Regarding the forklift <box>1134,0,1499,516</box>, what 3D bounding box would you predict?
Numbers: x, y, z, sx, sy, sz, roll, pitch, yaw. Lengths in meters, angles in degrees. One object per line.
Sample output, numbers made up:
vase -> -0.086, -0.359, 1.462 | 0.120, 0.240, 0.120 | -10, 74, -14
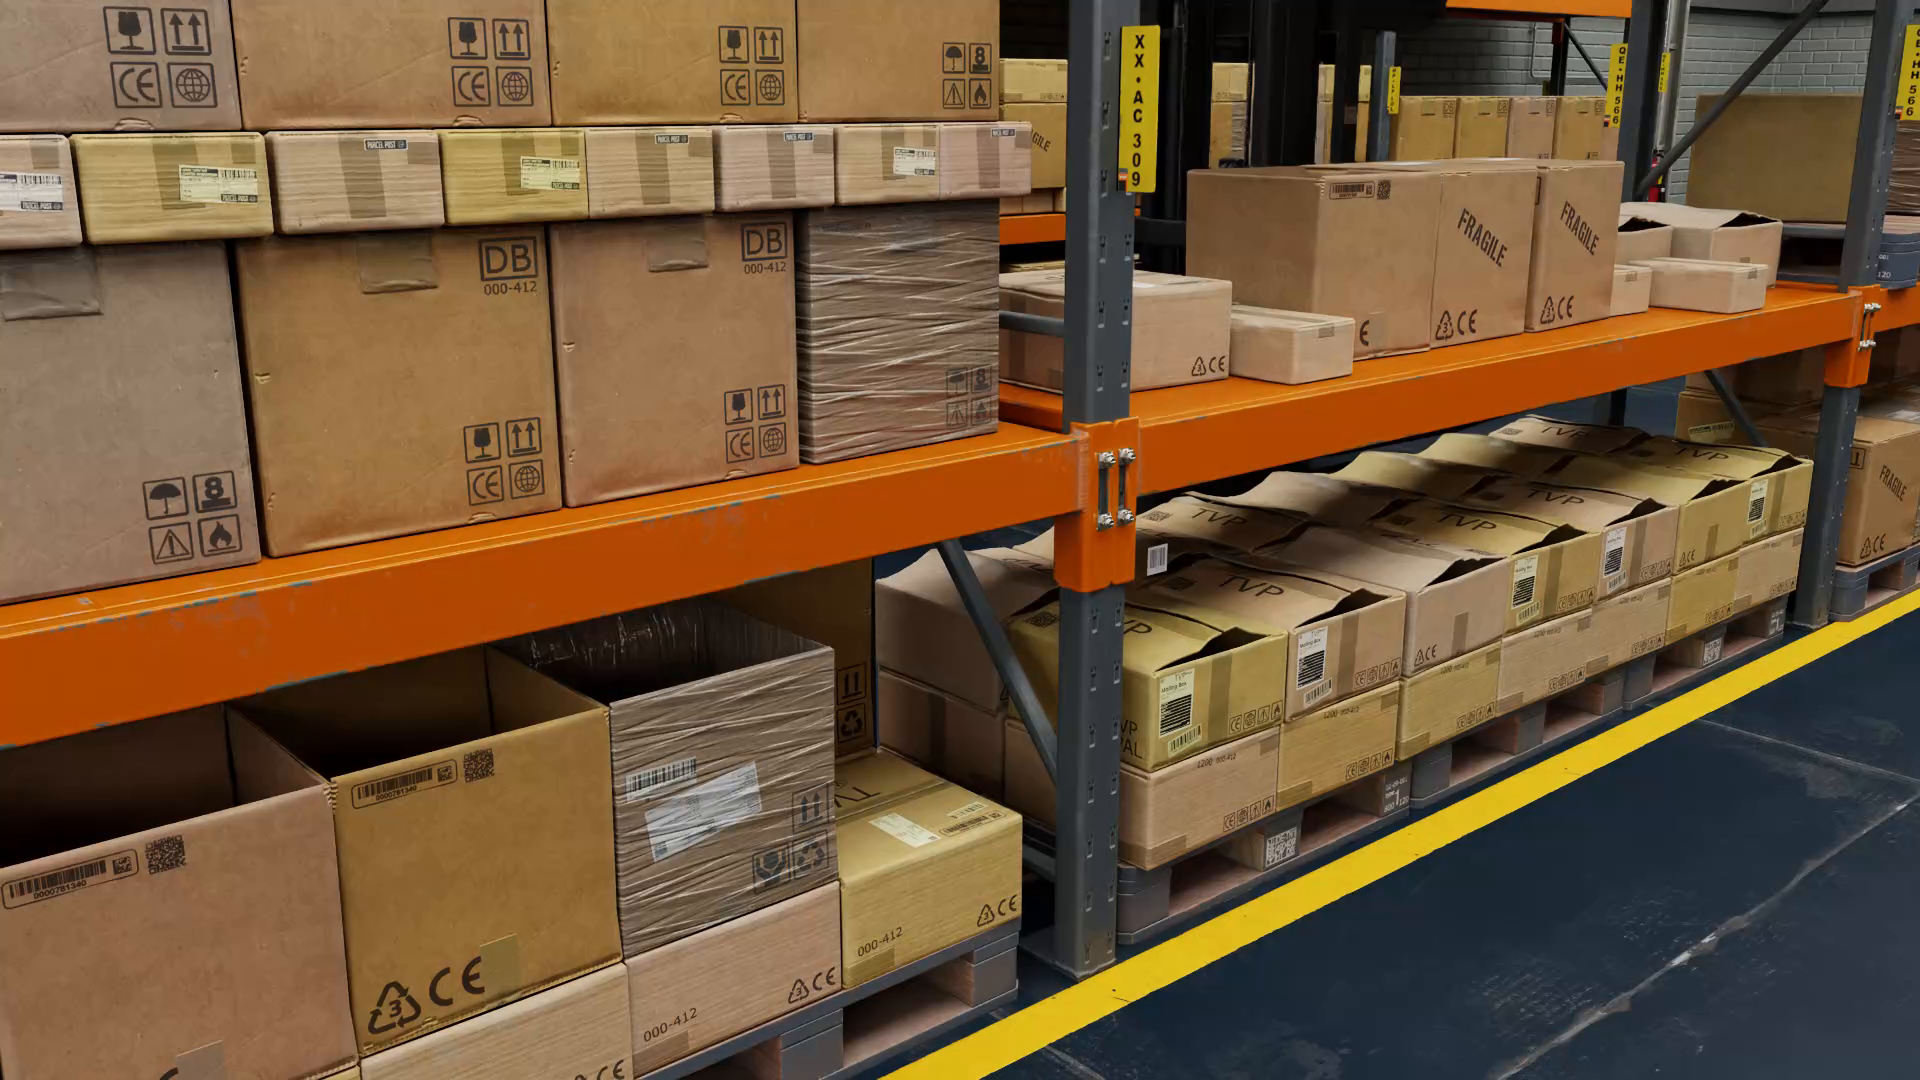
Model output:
forklift -> 1.732, -1.751, 8.626 | 3.031, 2.935, 1.130 | -11, 19, -37

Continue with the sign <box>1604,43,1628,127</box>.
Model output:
sign -> 2.651, -1.826, 6.684 | 0.005, 0.325, 0.100 | -13, 19, -39

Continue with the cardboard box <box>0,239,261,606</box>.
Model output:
cardboard box -> -1.494, -0.234, 2.618 | 0.500, 0.500, 0.700 | -12, 19, -38

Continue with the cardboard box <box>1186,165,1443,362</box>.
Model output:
cardboard box -> 0.984, -0.788, 4.694 | 0.500, 0.500, 0.500 | -11, 18, -35

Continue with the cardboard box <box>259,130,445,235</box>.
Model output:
cardboard box -> -1.026, -0.583, 2.668 | 0.250, 0.149, 0.380 | -12, 19, -38

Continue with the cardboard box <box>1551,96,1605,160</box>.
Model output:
cardboard box -> 4.875, -3.451, 14.277 | 0.700, 0.700, 0.980 | -13, 20, -40

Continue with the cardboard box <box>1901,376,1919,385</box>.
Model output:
cardboard box -> 4.709, -0.491, 7.766 | 0.500, 0.500, 0.500 | -14, 20, -41

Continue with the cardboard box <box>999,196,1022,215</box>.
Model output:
cardboard box -> 0.160, -2.064, 10.112 | 0.250, 0.149, 0.380 | -13, 20, -40

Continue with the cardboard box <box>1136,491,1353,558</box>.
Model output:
cardboard box -> 0.881, 0.033, 5.241 | 0.500, 0.311, 0.500 | -13, 20, -40

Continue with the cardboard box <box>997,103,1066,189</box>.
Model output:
cardboard box -> 0.294, -2.399, 10.110 | 0.500, 0.500, 0.500 | -12, 19, -38

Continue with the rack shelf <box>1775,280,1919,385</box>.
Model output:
rack shelf -> 4.523, -1.192, 7.795 | 4.000, 0.370, 1.077 | -13, 19, -39

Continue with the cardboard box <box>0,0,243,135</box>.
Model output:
cardboard box -> -1.469, -0.867, 2.476 | 0.500, 0.500, 0.700 | -13, 19, -39

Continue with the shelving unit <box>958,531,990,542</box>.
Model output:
shelving unit -> -0.011, -0.577, 7.586 | 0.189, 1.200, 0.258 | -13, 19, -39

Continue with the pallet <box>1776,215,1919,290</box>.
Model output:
pallet -> 3.480, -1.237, 6.940 | 1.003, 0.211, 1.213 | -13, 19, -39

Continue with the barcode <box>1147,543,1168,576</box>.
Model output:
barcode -> 0.463, 0.046, 3.898 | 0.075, 0.075, 0.001 | -13, 19, -39

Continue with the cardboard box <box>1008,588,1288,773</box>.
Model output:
cardboard box -> 0.472, 0.310, 4.206 | 0.500, 0.311, 0.500 | -13, 19, -39

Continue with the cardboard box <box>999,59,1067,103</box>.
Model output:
cardboard box -> 0.293, -2.760, 10.010 | 0.500, 0.250, 0.500 | -12, 19, -38

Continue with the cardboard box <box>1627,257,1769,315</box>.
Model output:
cardboard box -> 2.517, -0.874, 5.695 | 0.250, 0.149, 0.380 | -13, 19, -39

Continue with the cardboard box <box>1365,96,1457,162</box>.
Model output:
cardboard box -> 3.197, -3.076, 12.872 | 0.700, 0.700, 0.980 | -12, 19, -39

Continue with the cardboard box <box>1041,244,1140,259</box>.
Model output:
cardboard box -> 1.066, -1.575, 11.187 | 0.750, 0.750, 0.750 | -13, 20, -40

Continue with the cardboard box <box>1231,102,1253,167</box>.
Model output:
cardboard box -> 1.832, -2.745, 11.405 | 0.500, 0.500, 0.500 | -13, 19, -39

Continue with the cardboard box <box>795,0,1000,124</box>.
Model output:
cardboard box -> -0.334, -1.122, 3.431 | 0.500, 0.500, 0.700 | -13, 19, -39

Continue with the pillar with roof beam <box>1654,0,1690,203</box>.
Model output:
pillar with roof beam -> 10.090, -6.206, 13.547 | 0.400, 9.000, 9.100 | -13, 19, -39

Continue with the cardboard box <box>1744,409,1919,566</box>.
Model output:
cardboard box -> 3.545, -0.227, 6.780 | 0.500, 0.500, 0.500 | -12, 19, -37

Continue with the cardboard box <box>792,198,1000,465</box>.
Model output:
cardboard box -> -0.334, -0.495, 3.598 | 0.500, 0.500, 0.700 | -13, 20, -41

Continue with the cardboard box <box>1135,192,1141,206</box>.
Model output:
cardboard box -> 1.113, -2.287, 10.948 | 0.250, 0.149, 0.380 | -12, 19, -39

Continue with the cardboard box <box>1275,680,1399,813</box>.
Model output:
cardboard box -> 0.850, 0.496, 4.596 | 0.500, 0.250, 0.500 | -12, 19, -38

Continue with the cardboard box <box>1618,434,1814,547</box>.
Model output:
cardboard box -> 2.781, -0.210, 6.151 | 0.500, 0.311, 0.500 | -12, 19, -38

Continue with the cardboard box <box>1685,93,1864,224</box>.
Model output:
cardboard box -> 3.416, -1.581, 6.849 | 0.700, 0.500, 0.500 | 8, 17, 28

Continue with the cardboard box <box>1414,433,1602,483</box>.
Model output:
cardboard box -> 2.036, -0.224, 6.205 | 0.500, 0.311, 0.500 | -13, 20, -41

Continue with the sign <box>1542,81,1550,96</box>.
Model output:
sign -> 5.435, -4.086, 15.402 | 0.005, 0.325, 0.100 | -13, 19, -39

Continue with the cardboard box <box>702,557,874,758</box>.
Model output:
cardboard box -> -0.558, 0.257, 4.035 | 0.500, 0.500, 0.500 | -13, 19, -39

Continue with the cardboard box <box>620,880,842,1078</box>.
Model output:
cardboard box -> -0.593, 0.806, 3.435 | 0.500, 0.250, 0.500 | -13, 19, -39

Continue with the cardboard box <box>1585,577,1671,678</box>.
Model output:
cardboard box -> 2.010, 0.234, 5.577 | 0.500, 0.250, 0.500 | -12, 19, -38

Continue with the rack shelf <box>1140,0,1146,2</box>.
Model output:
rack shelf -> 1.269, -3.605, 11.016 | 4.000, 0.370, 1.077 | -13, 19, -39

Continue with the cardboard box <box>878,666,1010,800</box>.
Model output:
cardboard box -> 0.120, 0.475, 4.672 | 0.500, 0.250, 0.500 | -13, 20, -40

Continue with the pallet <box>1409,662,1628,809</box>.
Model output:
pallet -> 1.448, 0.484, 5.531 | 1.213, 0.211, 1.003 | -13, 19, -39

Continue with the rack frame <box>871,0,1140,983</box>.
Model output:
rack frame -> -0.003, -0.523, 3.897 | 0.127, 3.000, 1.000 | -13, 19, -39

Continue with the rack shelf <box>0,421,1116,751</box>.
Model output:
rack shelf -> -1.512, 0.163, 2.722 | 4.000, 0.370, 1.077 | -13, 19, -39

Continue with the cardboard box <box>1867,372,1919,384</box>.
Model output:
cardboard box -> 4.348, -0.588, 8.129 | 0.500, 0.500, 0.500 | -14, 20, -41

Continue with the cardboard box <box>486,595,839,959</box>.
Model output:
cardboard box -> -0.594, 0.443, 3.339 | 0.500, 0.500, 0.500 | -13, 19, -39

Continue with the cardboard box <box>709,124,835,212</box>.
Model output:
cardboard box -> -0.451, -0.711, 3.149 | 0.250, 0.149, 0.380 | -13, 20, -41

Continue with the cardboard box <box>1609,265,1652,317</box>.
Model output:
cardboard box -> 2.089, -0.853, 5.617 | 0.250, 0.149, 0.380 | -11, 18, -35

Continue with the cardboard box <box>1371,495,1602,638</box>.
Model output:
cardboard box -> 1.631, 0.049, 5.182 | 0.500, 0.311, 0.500 | -12, 19, -38
